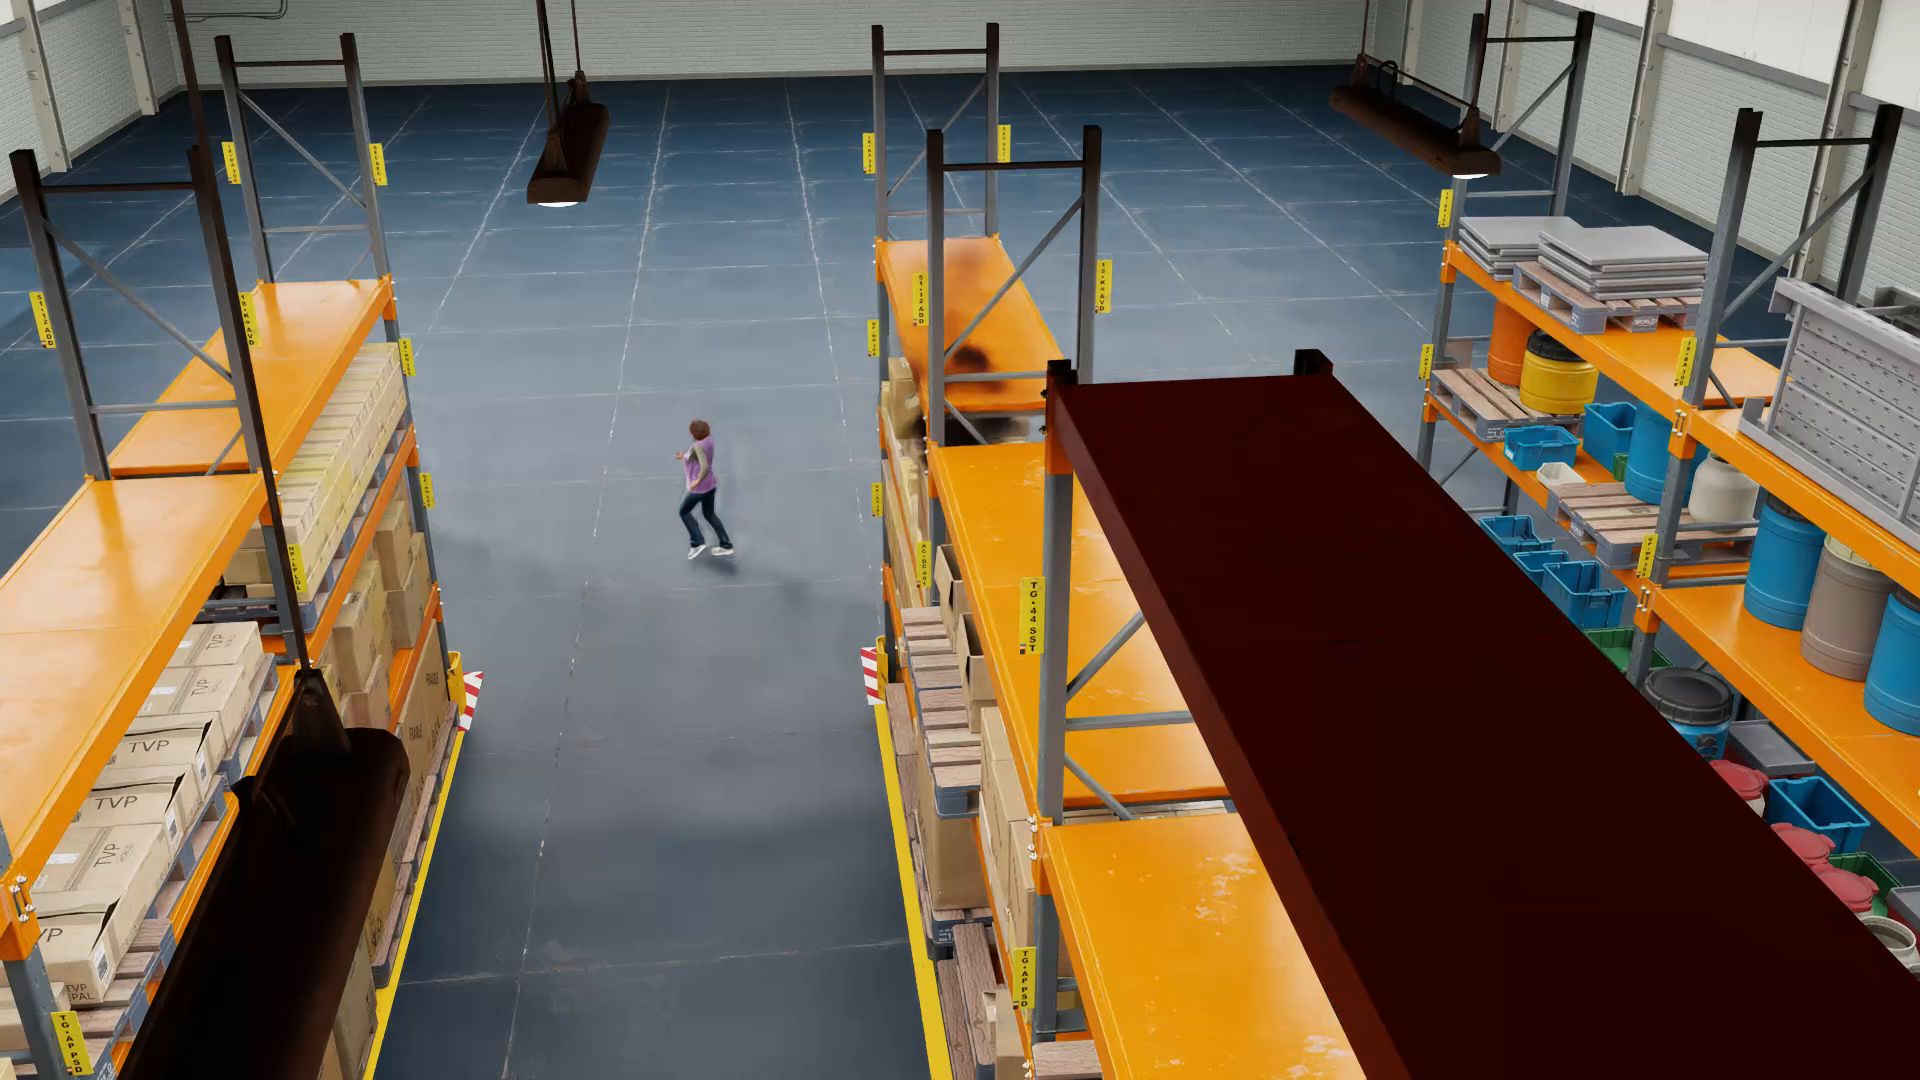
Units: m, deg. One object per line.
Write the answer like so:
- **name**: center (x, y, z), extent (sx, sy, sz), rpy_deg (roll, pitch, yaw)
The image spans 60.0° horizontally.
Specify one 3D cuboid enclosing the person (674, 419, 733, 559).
- **person**: center (-2.767, -0.528, 17.761), extent (0.660, 1.635, 0.514), rpy_deg (11, 28, 21)
